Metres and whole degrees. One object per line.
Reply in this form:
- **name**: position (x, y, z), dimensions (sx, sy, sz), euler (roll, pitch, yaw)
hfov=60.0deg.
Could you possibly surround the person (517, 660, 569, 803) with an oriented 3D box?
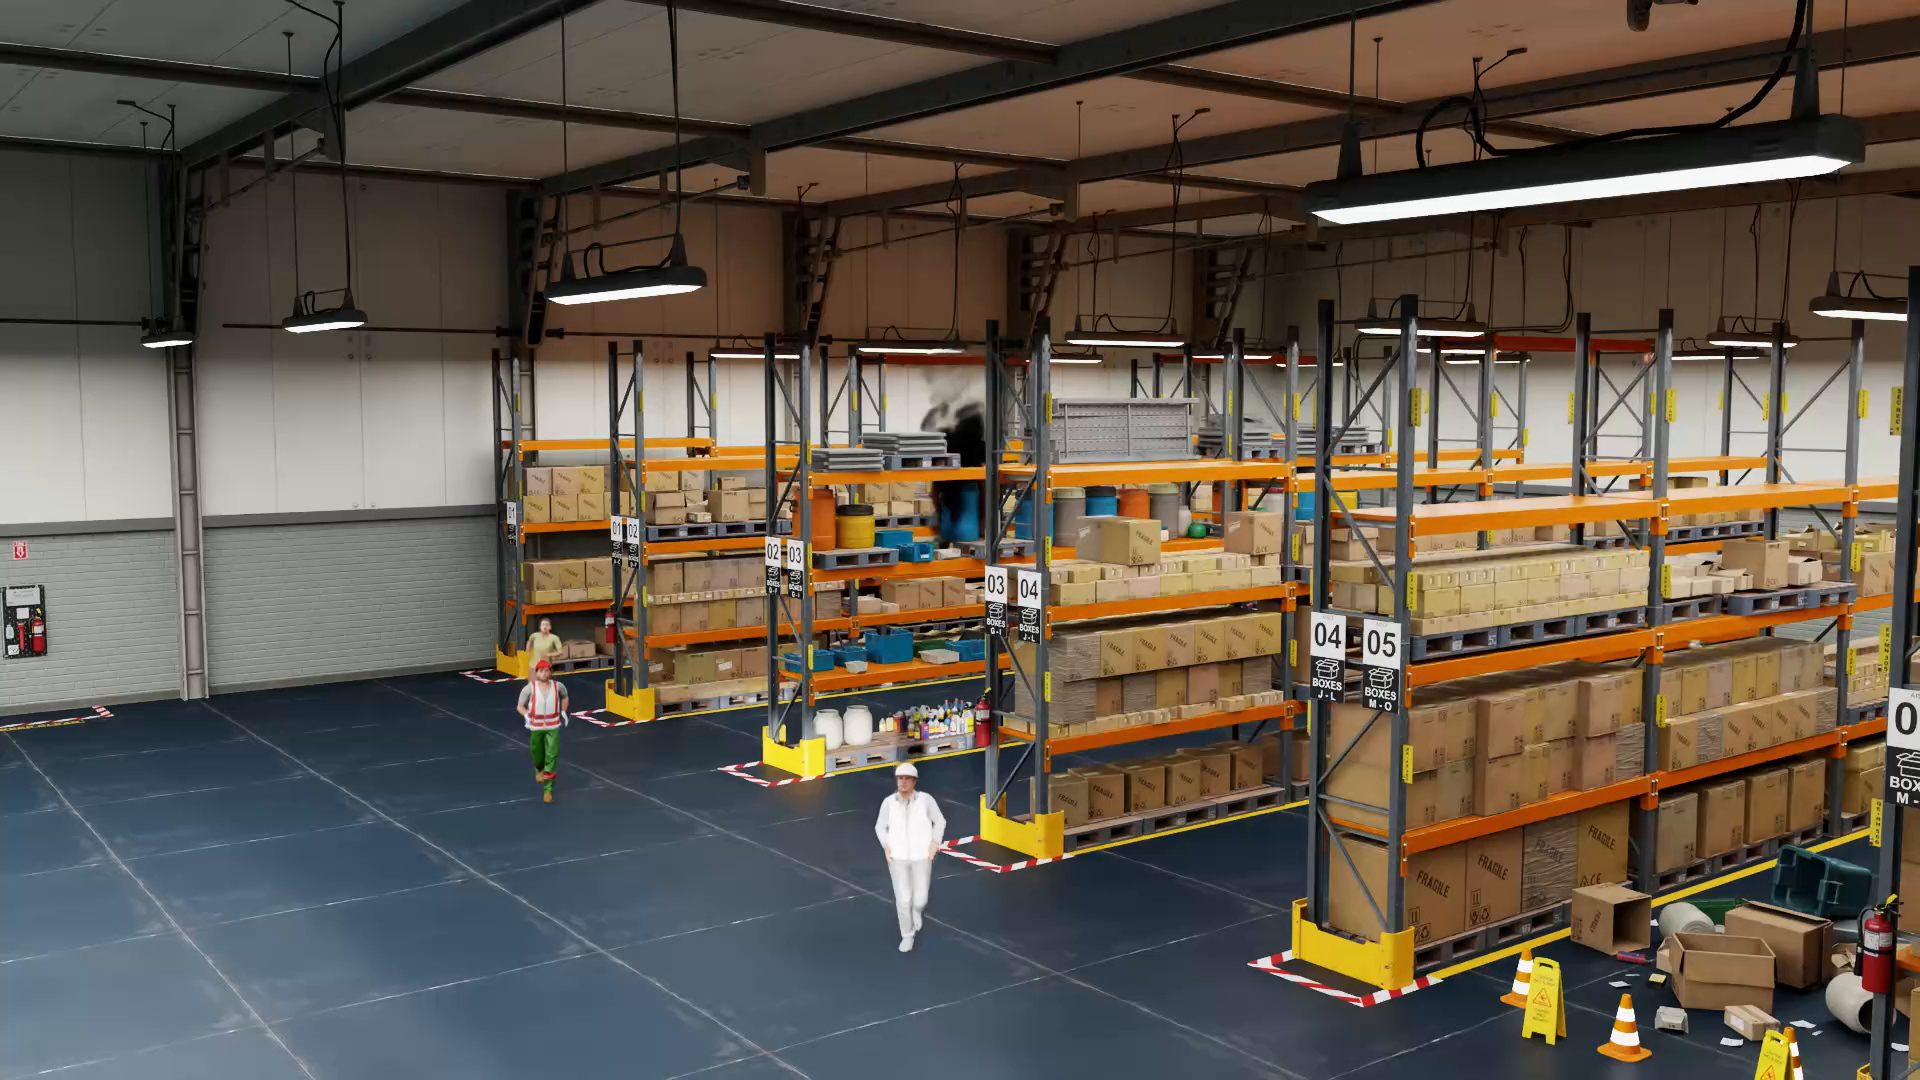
- **person**: position (-5.321, 2.410, 21.284), dimensions (0.653, 1.774, 0.959), euler (-2, 5, -17)

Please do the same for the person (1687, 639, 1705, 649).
- **person**: position (10.402, 2.262, 23.606), dimensions (0.665, 1.724, 0.555), euler (-5, 7, -43)

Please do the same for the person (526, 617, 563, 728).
- **person**: position (-6.541, 2.056, 26.204), dimensions (0.579, 1.670, 0.891), euler (-1, 5, -7)

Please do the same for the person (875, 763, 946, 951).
- **person**: position (-0.470, 2.943, 15.560), dimensions (0.663, 1.739, 0.540), euler (0, 5, 2)
